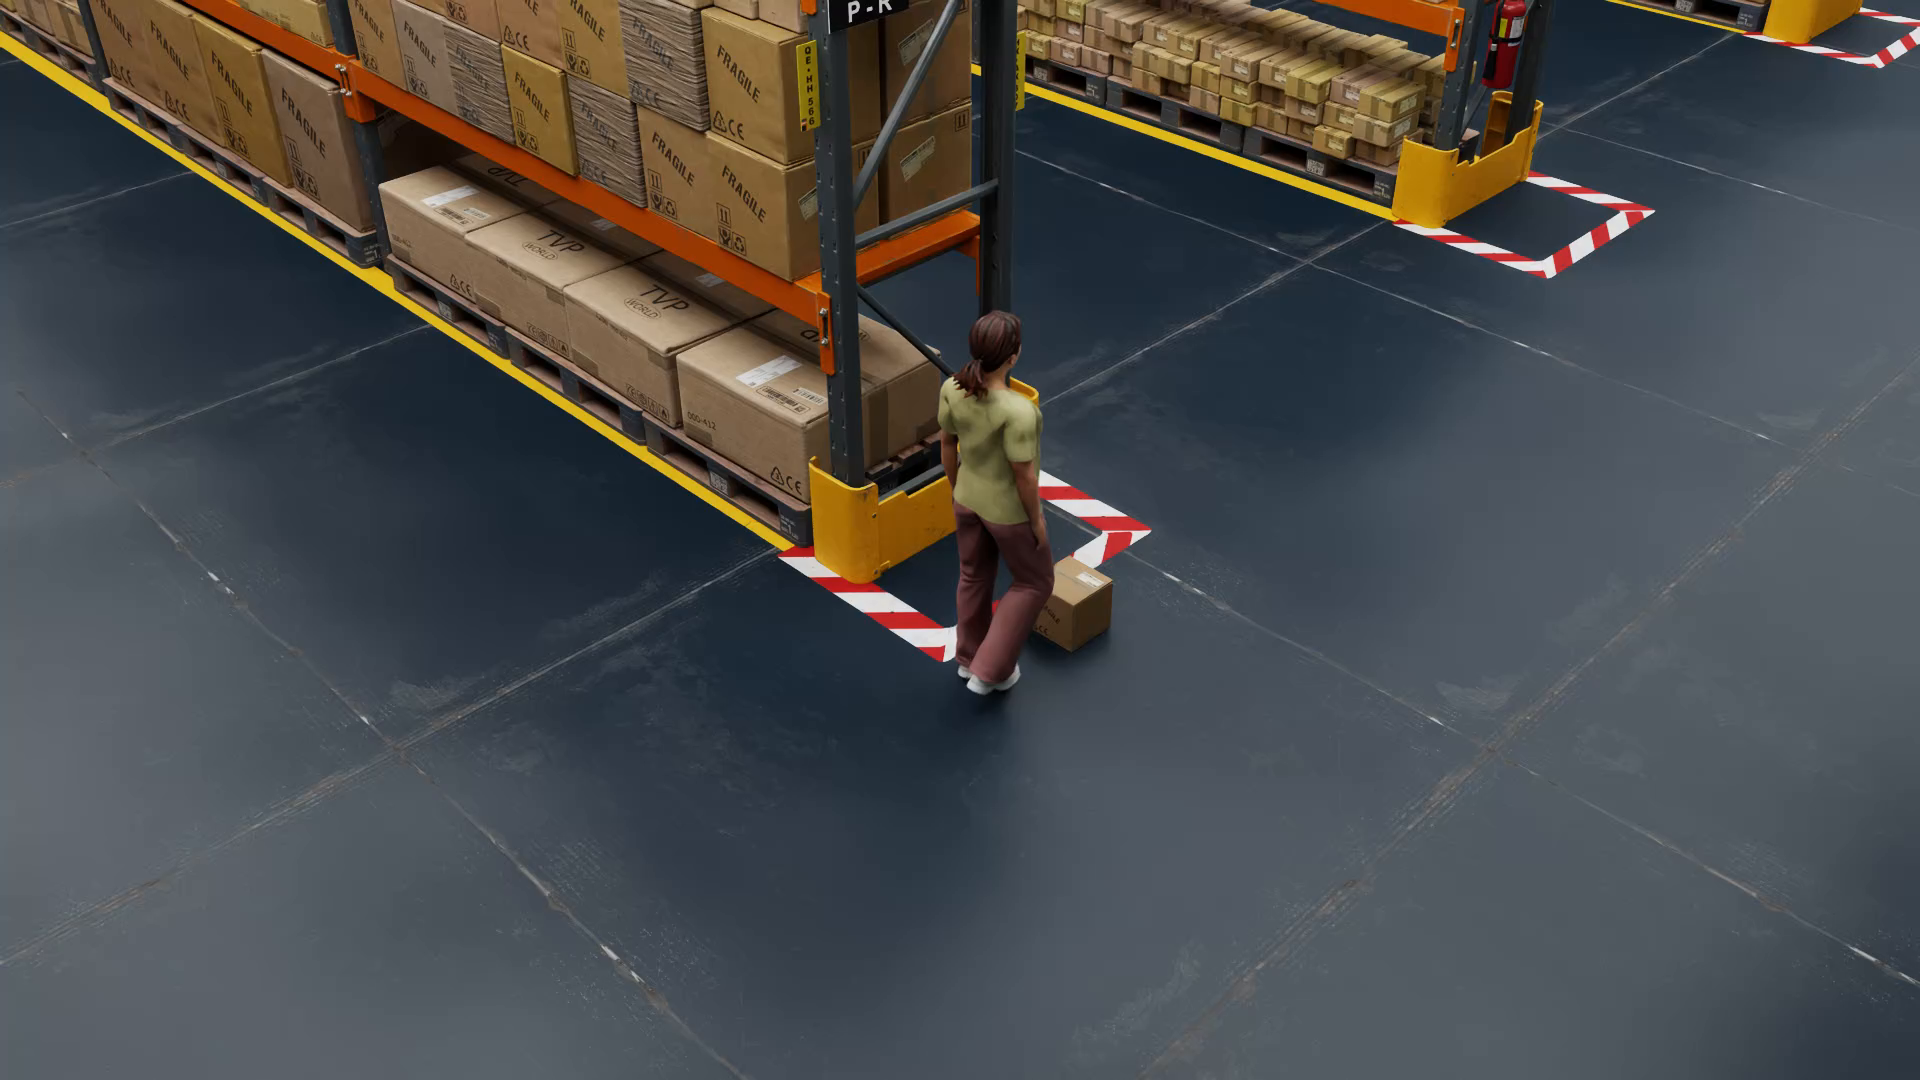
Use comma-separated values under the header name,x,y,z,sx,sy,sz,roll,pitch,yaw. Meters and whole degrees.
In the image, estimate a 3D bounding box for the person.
name,x,y,z,sx,sy,sz,roll,pitch,yaw
person,0.129,-0.115,6.294,0.454,1.680,0.432,28,44,34
